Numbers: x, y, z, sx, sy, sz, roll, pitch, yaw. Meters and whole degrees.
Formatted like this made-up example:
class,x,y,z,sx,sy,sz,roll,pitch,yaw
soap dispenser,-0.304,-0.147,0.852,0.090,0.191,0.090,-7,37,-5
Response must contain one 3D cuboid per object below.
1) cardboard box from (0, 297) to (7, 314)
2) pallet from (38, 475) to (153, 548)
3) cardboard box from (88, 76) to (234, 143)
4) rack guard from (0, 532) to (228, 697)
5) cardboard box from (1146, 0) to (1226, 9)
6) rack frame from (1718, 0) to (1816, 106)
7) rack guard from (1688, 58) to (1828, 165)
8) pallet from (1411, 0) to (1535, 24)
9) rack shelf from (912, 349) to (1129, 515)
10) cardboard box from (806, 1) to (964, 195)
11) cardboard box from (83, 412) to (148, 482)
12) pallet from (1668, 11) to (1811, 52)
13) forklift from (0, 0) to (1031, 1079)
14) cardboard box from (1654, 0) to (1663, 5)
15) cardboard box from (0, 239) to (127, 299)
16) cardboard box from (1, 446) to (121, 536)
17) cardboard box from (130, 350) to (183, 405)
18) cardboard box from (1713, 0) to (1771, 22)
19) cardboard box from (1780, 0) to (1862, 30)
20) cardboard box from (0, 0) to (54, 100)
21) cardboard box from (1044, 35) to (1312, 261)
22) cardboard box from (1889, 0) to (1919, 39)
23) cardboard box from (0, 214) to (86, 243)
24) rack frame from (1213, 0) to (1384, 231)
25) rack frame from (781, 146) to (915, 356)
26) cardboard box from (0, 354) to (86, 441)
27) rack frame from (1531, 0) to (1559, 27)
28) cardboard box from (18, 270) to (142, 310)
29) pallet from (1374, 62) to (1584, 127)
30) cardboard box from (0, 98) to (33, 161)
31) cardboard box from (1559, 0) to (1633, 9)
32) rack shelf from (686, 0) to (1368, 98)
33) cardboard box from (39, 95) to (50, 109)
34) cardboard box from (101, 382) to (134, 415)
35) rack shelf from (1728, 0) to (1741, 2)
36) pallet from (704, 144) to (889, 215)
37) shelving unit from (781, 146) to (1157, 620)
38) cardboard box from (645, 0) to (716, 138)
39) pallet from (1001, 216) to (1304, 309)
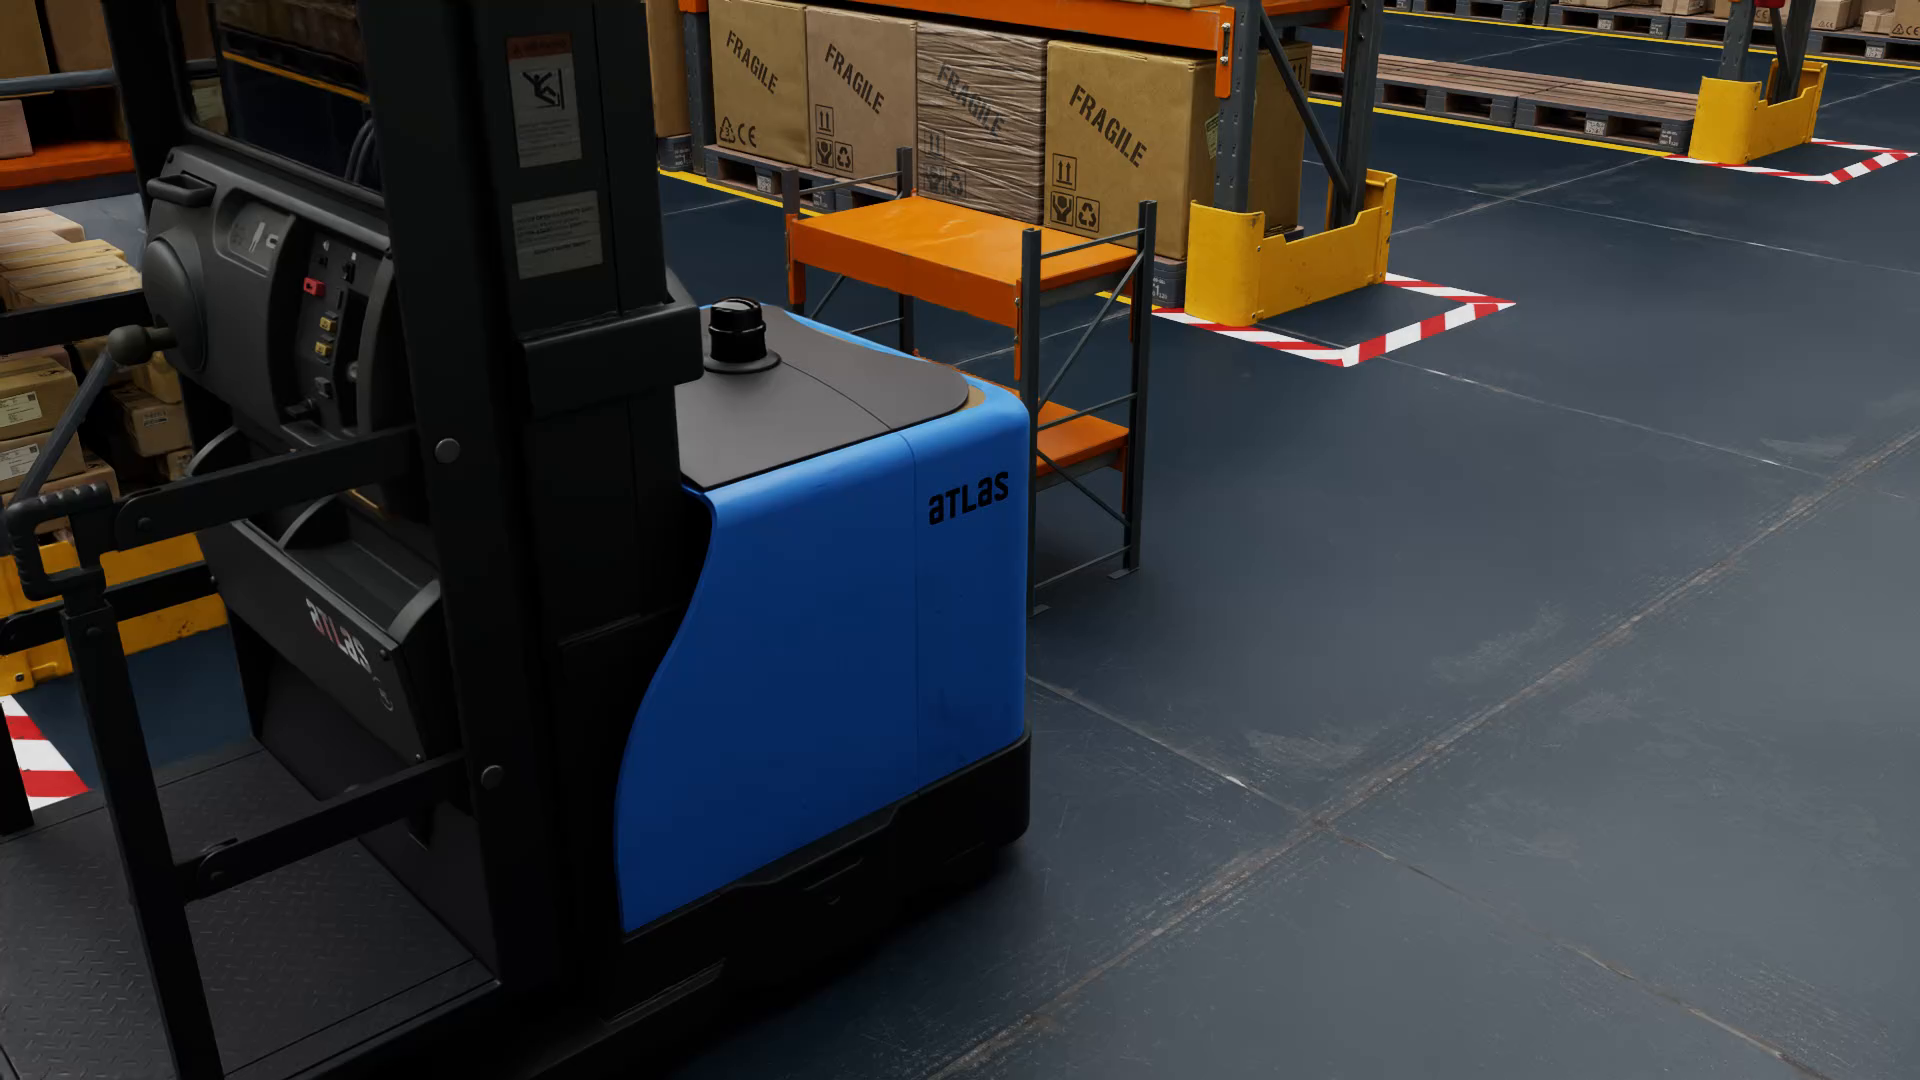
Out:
class,x,y,z,sx,sy,sz,roll,pitch,yaw
cardboard box,-3.289,-0.776,5.908,0.380,0.149,0.250,-19,31,-36
pallet,-2.759,-0.145,5.314,1.003,0.211,1.213,-21,32,-38
cardboard box,-2.160,-1.212,4.595,0.380,0.149,0.250,-22,32,-39
rack guard,-2.230,-0.021,4.693,1.175,0.500,0.348,-21,32,-38
cardboard box,1.028,-2.411,7.225,0.380,0.149,0.250,-20,32,-38
rack frame,5.127,-3.916,10.221,1.000,3.000,0.127,-21,32,-38
rack guard,5.153,-2.775,10.732,1.175,0.500,0.348,-21,32,-38
pallet,5.428,-5.499,17.050,1.003,0.211,1.213,-21,32,-38
rack shelf,0.005,-0.287,5.114,0.538,0.278,1.000,-21,32,-38
cardboard box,-0.214,-2.452,9.065,0.875,0.875,0.875,-21,32,-38
cardboard box,-2.541,-0.334,5.298,0.380,0.149,0.250,-21,32,-39
pallet,7.318,-4.685,15.266,1.003,0.211,1.213,-21,32,-38
forklift,-1.275,-0.378,2.548,3.031,2.935,1.130,-21,32,-38
cardboard box,6.908,-5.247,16.041,0.380,0.149,0.250,-21,32,-38
cardboard box,-3.202,-0.948,5.925,0.380,0.149,0.250,-21,32,-38
cardboard box,-2.690,-0.129,4.848,0.380,0.149,0.250,-21,32,-38
cardboard box,-2.288,-0.555,5.064,0.250,0.149,0.380,22,32,39
cardboard box,7.300,-5.029,15.137,0.797,0.503,0.637,-21,32,-38
cardboard box,7.567,-4.661,14.635,0.500,0.250,0.500,-21,32,-38
cardboard box,-2.673,-1.379,4.179,0.500,0.500,0.500,-20,32,-37
cardboard box,1.016,-1.907,7.870,0.875,0.875,0.875,-21,32,-38
cardboard box,8.194,-4.478,13.934,0.500,0.500,0.500,-21,32,-38
cardboard box,-3.533,-1.103,6.266,0.250,0.149,0.380,22,33,40
rack frame,1.512,-2.511,7.141,1.000,3.000,0.127,-21,32,-38
rack frame,-0.343,-0.664,5.350,0.500,1.125,0.032,-21,32,-38
cardboard box,-2.725,-0.388,4.699,0.380,0.149,0.250,-21,32,-38
rack frame,6.012,-6.532,15.955,1.000,3.000,0.127,-21,32,-38
cardboard box,-2.873,-0.768,5.532,0.250,0.149,0.380,22,32,39
pallet,3.762,-3.278,12.181,1.003,0.211,1.213,-21,32,-38
cardboard box,-2.607,-1.039,4.216,0.380,0.149,0.250,-21,32,-38
cardboard box,6.141,-5.321,16.008,0.500,0.311,0.500,-21,32,-38
rack shelf,0.145,-2.790,8.618,1.077,0.370,4.000,-21,32,-38
cardboard box,-2.509,-1.374,4.950,0.380,0.149,0.250,-22,33,-40
cardboard box,-2.494,-0.495,5.291,0.380,0.149,0.250,-21,32,-39
rack shelf,3.760,-4.195,11.698,1.077,0.370,4.000,-21,32,-38
pallet,-0.759,-2.202,9.822,1.003,0.211,1.213,-21,32,-38
shelving unit,0.005,-0.510,5.012,0.538,1.125,1.048,-21,32,-38
cardboard box,-1.674,-3.136,10.564,1.225,0.875,0.875,-21,32,-38
pallet,0.908,-1.463,8.202,1.003,0.211,1.213,-21,32,-38
